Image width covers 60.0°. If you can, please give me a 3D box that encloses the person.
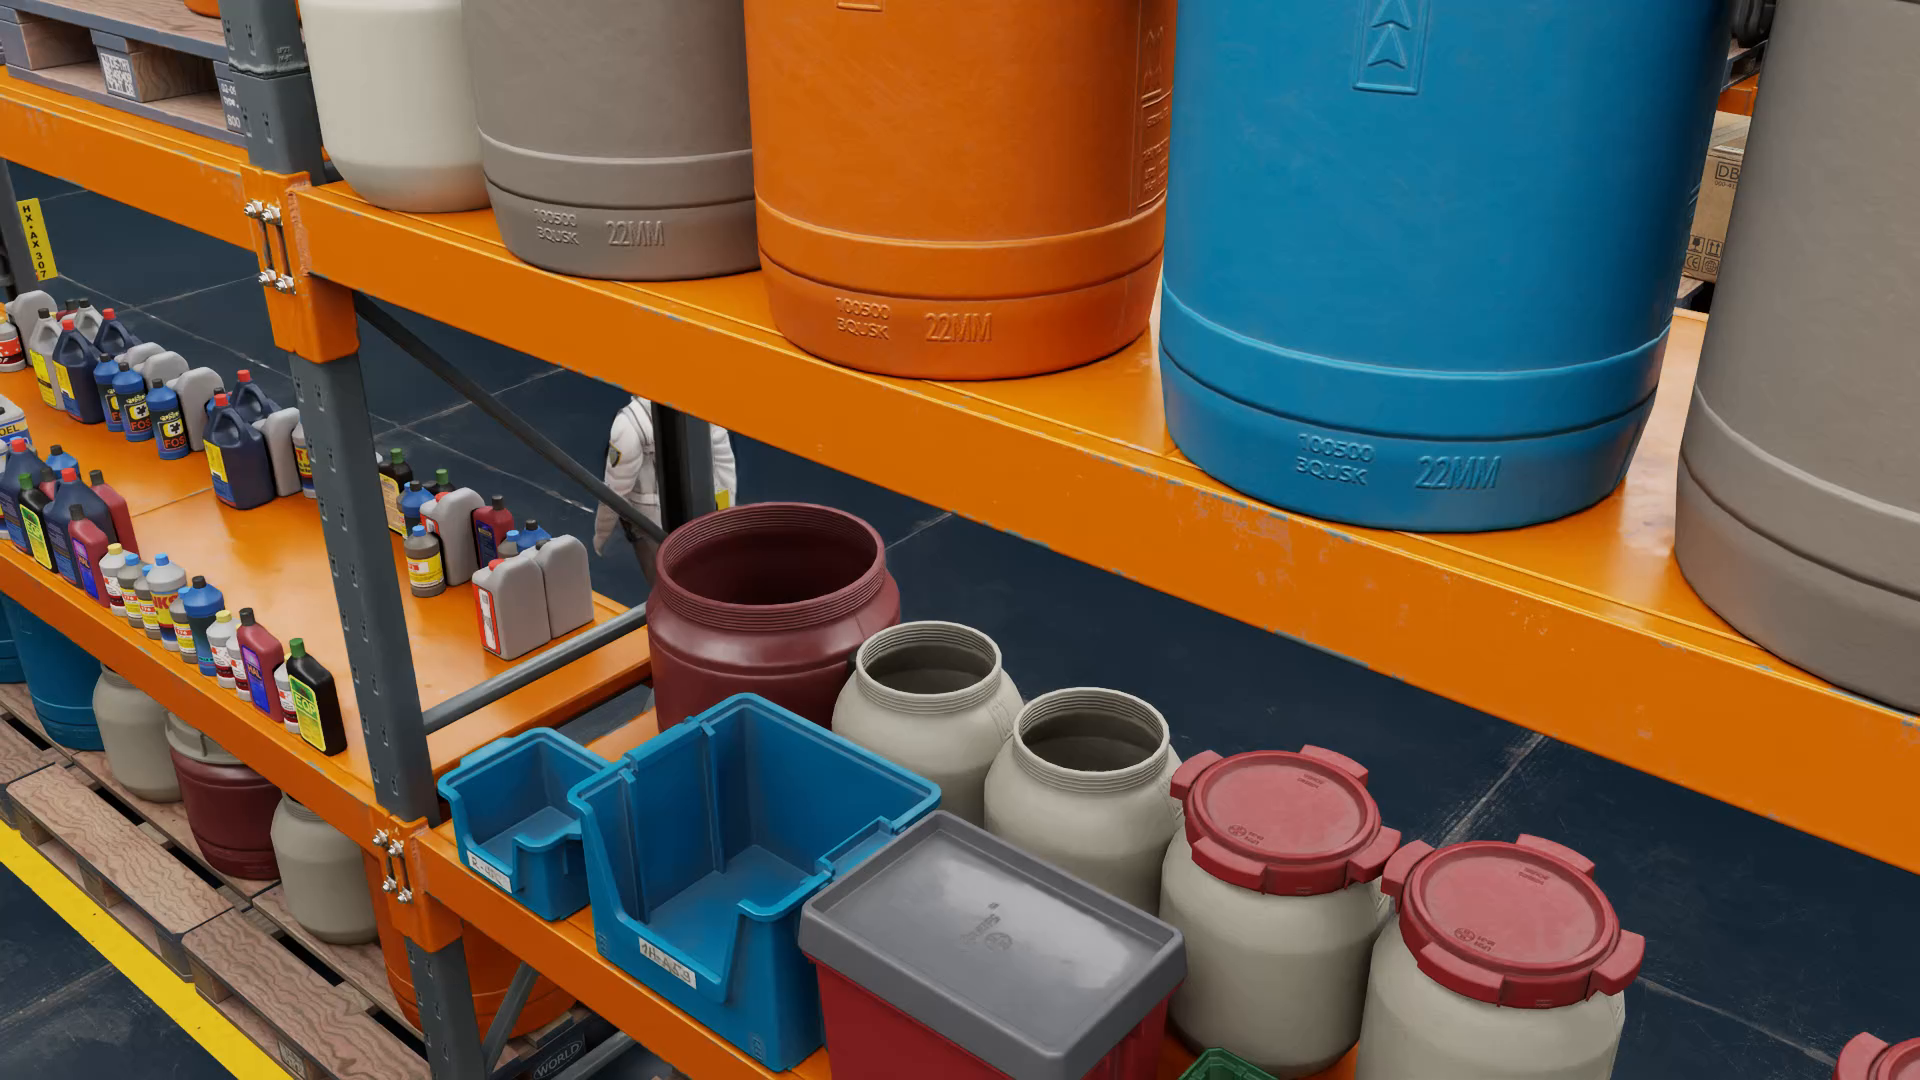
[{"bbox_3d":[-1.099,-0.026,6.166,0.686,1.732,0.498,20,34,33],"label":"person"}]
